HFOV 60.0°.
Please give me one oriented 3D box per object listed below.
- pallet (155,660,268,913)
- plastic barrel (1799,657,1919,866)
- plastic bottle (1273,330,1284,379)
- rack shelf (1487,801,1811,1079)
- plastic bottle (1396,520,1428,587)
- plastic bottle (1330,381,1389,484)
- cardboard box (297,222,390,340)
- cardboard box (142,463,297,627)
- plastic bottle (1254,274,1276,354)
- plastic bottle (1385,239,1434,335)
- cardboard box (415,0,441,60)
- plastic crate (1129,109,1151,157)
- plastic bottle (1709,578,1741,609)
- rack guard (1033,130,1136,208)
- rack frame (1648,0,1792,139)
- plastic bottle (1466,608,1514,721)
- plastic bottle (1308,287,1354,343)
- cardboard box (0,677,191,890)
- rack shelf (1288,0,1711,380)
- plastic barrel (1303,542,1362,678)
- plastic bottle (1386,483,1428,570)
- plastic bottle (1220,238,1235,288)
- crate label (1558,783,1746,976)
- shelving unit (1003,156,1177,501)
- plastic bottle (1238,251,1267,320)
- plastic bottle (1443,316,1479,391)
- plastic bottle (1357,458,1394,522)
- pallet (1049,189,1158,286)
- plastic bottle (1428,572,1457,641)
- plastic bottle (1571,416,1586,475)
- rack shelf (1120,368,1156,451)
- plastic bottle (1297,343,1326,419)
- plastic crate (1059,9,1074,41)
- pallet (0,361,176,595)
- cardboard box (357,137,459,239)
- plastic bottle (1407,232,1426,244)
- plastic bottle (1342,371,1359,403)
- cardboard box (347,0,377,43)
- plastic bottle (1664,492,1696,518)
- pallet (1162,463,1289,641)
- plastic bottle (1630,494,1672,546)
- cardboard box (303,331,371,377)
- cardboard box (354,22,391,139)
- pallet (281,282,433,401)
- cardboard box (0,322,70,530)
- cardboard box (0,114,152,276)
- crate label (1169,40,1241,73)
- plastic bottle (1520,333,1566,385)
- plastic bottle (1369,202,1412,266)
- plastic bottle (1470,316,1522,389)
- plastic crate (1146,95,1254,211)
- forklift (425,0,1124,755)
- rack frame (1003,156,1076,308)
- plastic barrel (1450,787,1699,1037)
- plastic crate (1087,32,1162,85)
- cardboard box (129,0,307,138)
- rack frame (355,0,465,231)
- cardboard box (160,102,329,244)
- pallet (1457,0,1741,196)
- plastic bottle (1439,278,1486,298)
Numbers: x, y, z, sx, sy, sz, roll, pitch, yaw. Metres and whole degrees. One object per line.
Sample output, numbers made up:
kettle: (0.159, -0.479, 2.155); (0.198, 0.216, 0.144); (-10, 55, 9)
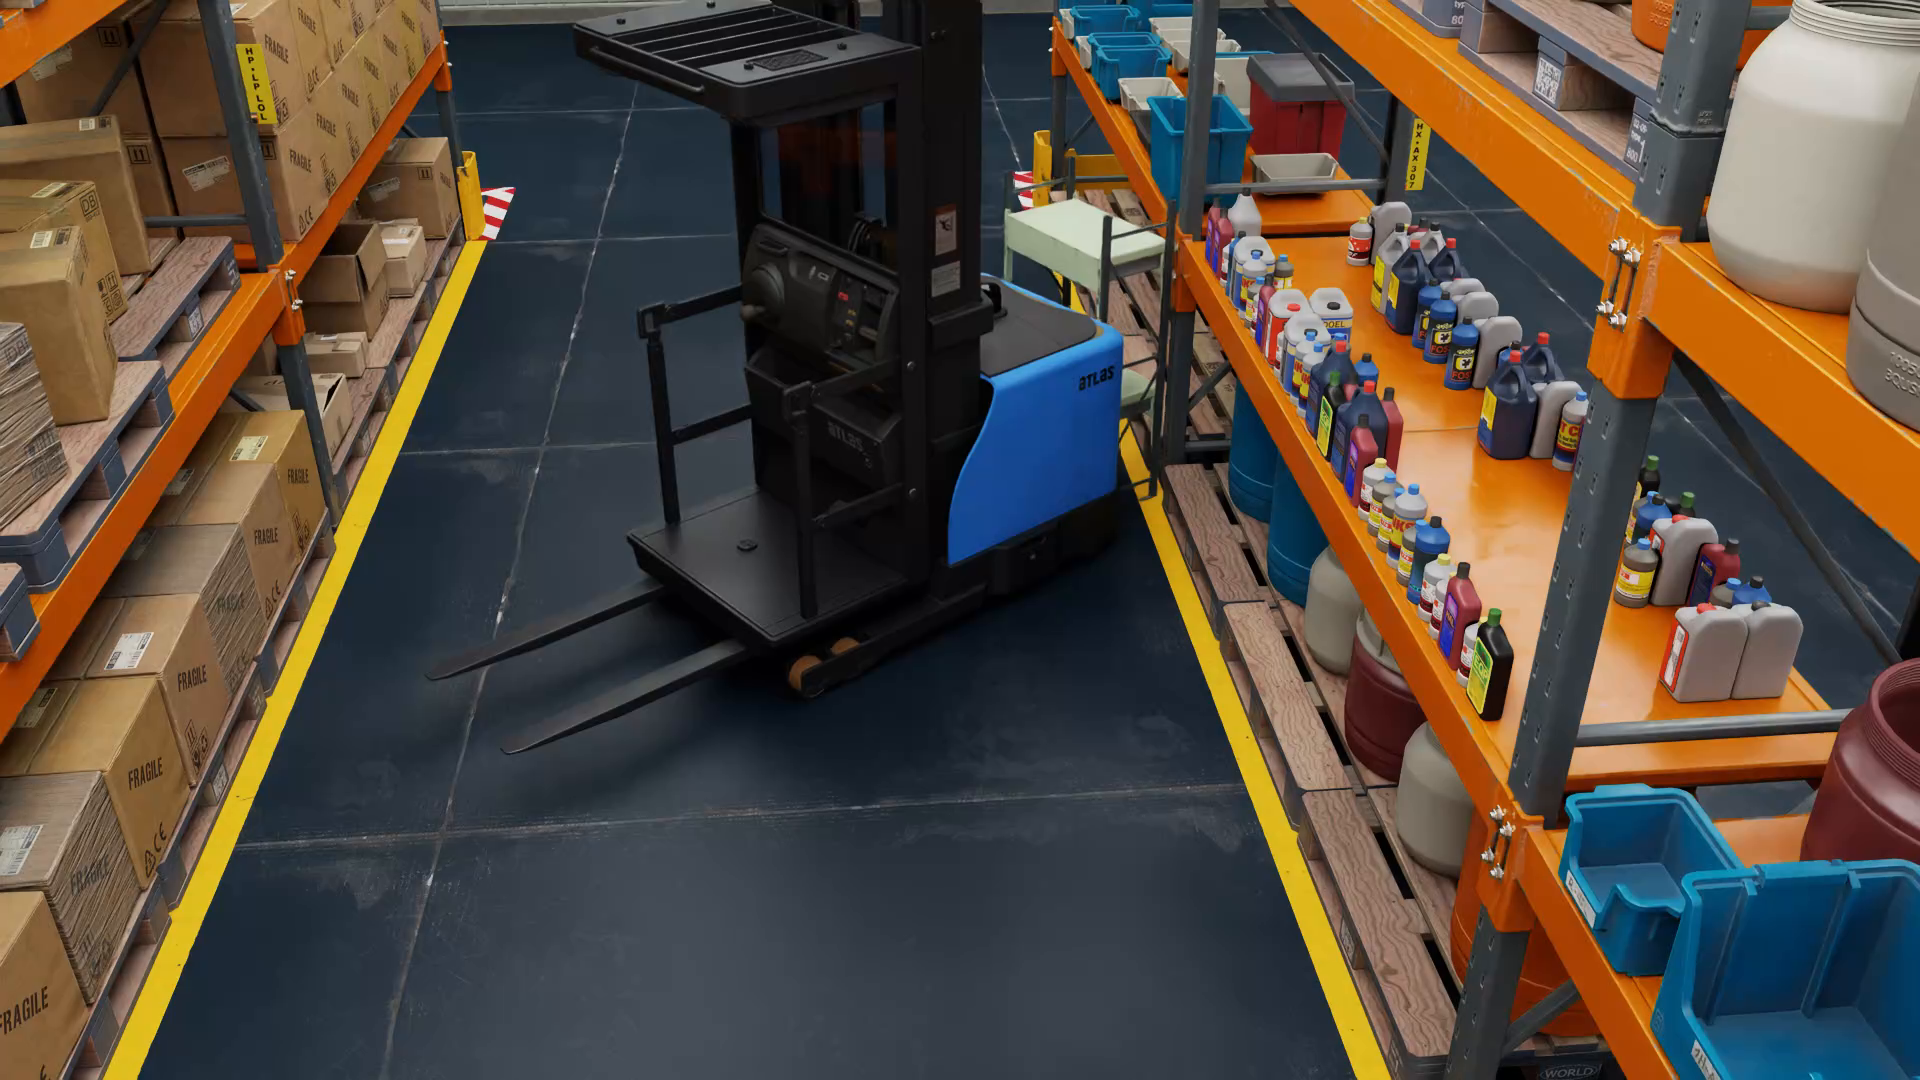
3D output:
pallet: (-3.208, 0.890, 6.054); (1.003, 0.211, 1.213); (-3, 31, -5)
plastic barrel: (2.212, 0.626, 3.644); (0.600, 0.536, 0.708); (-3, 31, -5)
plastic bottle: (1.228, -0.707, 6.202); (0.097, 0.201, 0.097); (0, 31, 0)
rack shelf: (2.054, 1.792, 2.526); (1.077, 0.370, 4.000); (-3, 31, -5)
plastic bottle: (1.363, 0.035, 4.961); (0.097, 0.201, 0.097); (0, 31, 0)
plastic bottle: (1.325, -0.370, 5.492); (0.144, 0.351, 0.185); (-3, 31, -5)
cardboard box: (-3.619, -1.421, 9.209); (0.797, 0.503, 0.637); (-3, 31, -5)
cardboard box: (-3.069, 0.031, 6.782); (0.500, 0.500, 0.500); (-3, 31, -4)
plastic bottle: (1.186, -0.869, 6.393); (0.061, 0.283, 0.133); (-3, 31, -5)
plastic bottle: (1.779, -1.004, 6.554); (0.144, 0.351, 0.185); (-3, 31, -5)
cardboard box: (-3.499, -3.214, 10.108); (0.500, 0.500, 0.500); (-2, 31, -3)
plastic crate: (1.121, -2.046, 8.461); (0.437, 0.125, 0.590); (-3, 31, -5)
plastic bottle: (2.156, 0.201, 4.682); (0.097, 0.201, 0.097); (0, 31, 0)
rack guard: (1.105, -2.561, 11.550); (1.175, 0.500, 0.348); (-3, 31, -5)
rack frame: (1.867, -2.113, 2.513); (1.000, 3.000, 0.127); (-3, 31, -5)
plastic bottle: (1.405, 0.326, 4.393); (0.061, 0.283, 0.133); (-3, 31, -5)
plastic bottle: (1.395, -0.807, 6.297); (0.152, 0.276, 0.135); (-3, 31, -5)
cardboard box: (-2.919, 0.812, 5.473); (0.500, 0.500, 0.500); (-3, 31, -5)
rack shelf: (1.680, -1.538, 5.176); (1.077, 0.370, 4.000); (-3, 31, -5)
plastic barrel: (1.557, 0.240, 6.439); (0.421, 0.512, 0.421); (0, 31, 0)
plastic bottle: (1.354, -0.045, 5.026); (0.097, 0.271, 0.097); (0, 31, 0)
plastic bottle: (1.144, -1.161, 6.962); (0.097, 0.201, 0.097); (0, 31, 0)
crate label: (1.533, 0.767, 3.704); (0.303, 0.233, 0.416); (-3, 31, -5)
shelving unit: (0.582, -0.958, 7.891); (0.431, 1.500, 0.755); (-19, 36, -29)
plastic bottle: (1.175, -1.023, 6.663); (0.097, 0.271, 0.097); (0, 31, 0)
plastic bottle: (1.845, -0.693, 6.110); (0.097, 0.271, 0.097); (0, 31, 0)
plastic bottle: (1.327, -0.164, 5.293); (0.097, 0.201, 0.097); (0, 31, 0)
pallet: (1.158, -2.002, 10.896); (1.003, 0.211, 1.213); (-3, 31, -5)
plastic bottle: (1.391, 0.184, 4.711); (0.097, 0.201, 0.097); (0, 31, 0)
plastic bottle: (2.086, -0.316, 5.468); (0.061, 0.283, 0.133); (-3, 31, -5)
rack shelf: (0.581, -0.678, 8.058); (0.431, 0.370, 0.720); (-19, 36, -29)
plastic bottle: (1.258, -0.569, 5.903); (0.097, 0.271, 0.097); (0, 31, 0)
plastic crate: (0.763, -3.225, 10.423); (0.250, 0.136, 0.298); (-3, 31, -5)
pallet: (-3.251, -0.213, 5.368); (1.003, 0.211, 1.213); (-3, 31, -5)
cardboard box: (-3.516, -2.237, 10.578); (0.500, 0.500, 0.500); (-3, 31, -5)
plastic bottle: (1.886, -1.155, 6.879); (0.152, 0.276, 0.135); (-3, 31, -5)
plastic bottle: (1.329, -0.423, 5.646); (0.061, 0.283, 0.133); (-3, 31, -5)
cardboard box: (-3.348, -2.860, 8.541); (0.500, 0.500, 0.500); (-2, 31, -3)
plastic bottle: (2.138, -0.031, 4.991); (0.061, 0.283, 0.133); (-3, 31, -5)
pallet: (1.524, 0.013, 7.522); (1.003, 0.211, 1.213); (-3, 31, -5)
plastic bottle: (2.061, -0.013, 4.972); (0.097, 0.271, 0.097); (0, 31, 0)
cardboard box: (-3.353, -0.983, 8.804); (0.380, 0.166, 0.250); (-3, 31, -5)
cardboard box: (-3.359, -2.437, 8.808); (0.500, 0.500, 0.500); (-3, 31, -5)
pallet: (-3.619, -1.122, 9.423); (1.003, 0.211, 1.213); (-3, 31, -5)
cardboard box: (-3.131, -0.318, 4.850); (0.700, 0.500, 0.500); (3, 31, 5)
cardboard box: (-3.617, -1.315, 6.520); (0.700, 0.500, 0.500); (-13, 33, -21)
crate label: (1.439, -2.837, 9.774); (0.396, 0.136, 0.243); (-3, 31, -5)
plastic bottle: (2.008, -0.543, 5.782); (0.144, 0.351, 0.185); (-3, 31, -5)
plastic bottle: (1.852, -1.341, 7.191); (0.152, 0.276, 0.135); (-3, 31, -5)
plastic bottle: (1.968, -0.710, 6.134); (0.152, 0.276, 0.135); (-3, 31, -5)
plastic crate: (1.110, -1.821, 7.831); (0.392, 0.384, 0.575); (-3, 31, -5)
forklift: (-0.718, -0.929, 6.448); (3.031, 2.935, 1.130); (-24, 38, -34)
rack frame: (0.376, -1.113, 8.151); (0.400, 1.500, 0.023); (-19, 36, -29)
plastic barrel: (1.805, 0.965, 4.917); (0.600, 0.830, 0.708); (-3, 31, -5)
plastic crate: (0.938, -2.762, 9.554); (0.416, 0.233, 0.300); (-3, 31, -5)
cardboard box: (-3.202, -2.071, 7.219); (0.500, 0.500, 0.500); (-2, 31, -3)
rack frame: (-3.812, -3.387, 10.495); (1.000, 3.000, 0.127); (-3, 31, -5)
cardboard box: (-3.215, -1.661, 7.508); (0.500, 0.500, 0.500); (-2, 31, -3)
pallet: (1.893, -1.140, 3.992); (1.003, 0.211, 1.213); (-3, 31, -5)
plastic bottle: (1.933, -0.897, 6.448); (0.152, 0.276, 0.135); (-3, 31, -5)
